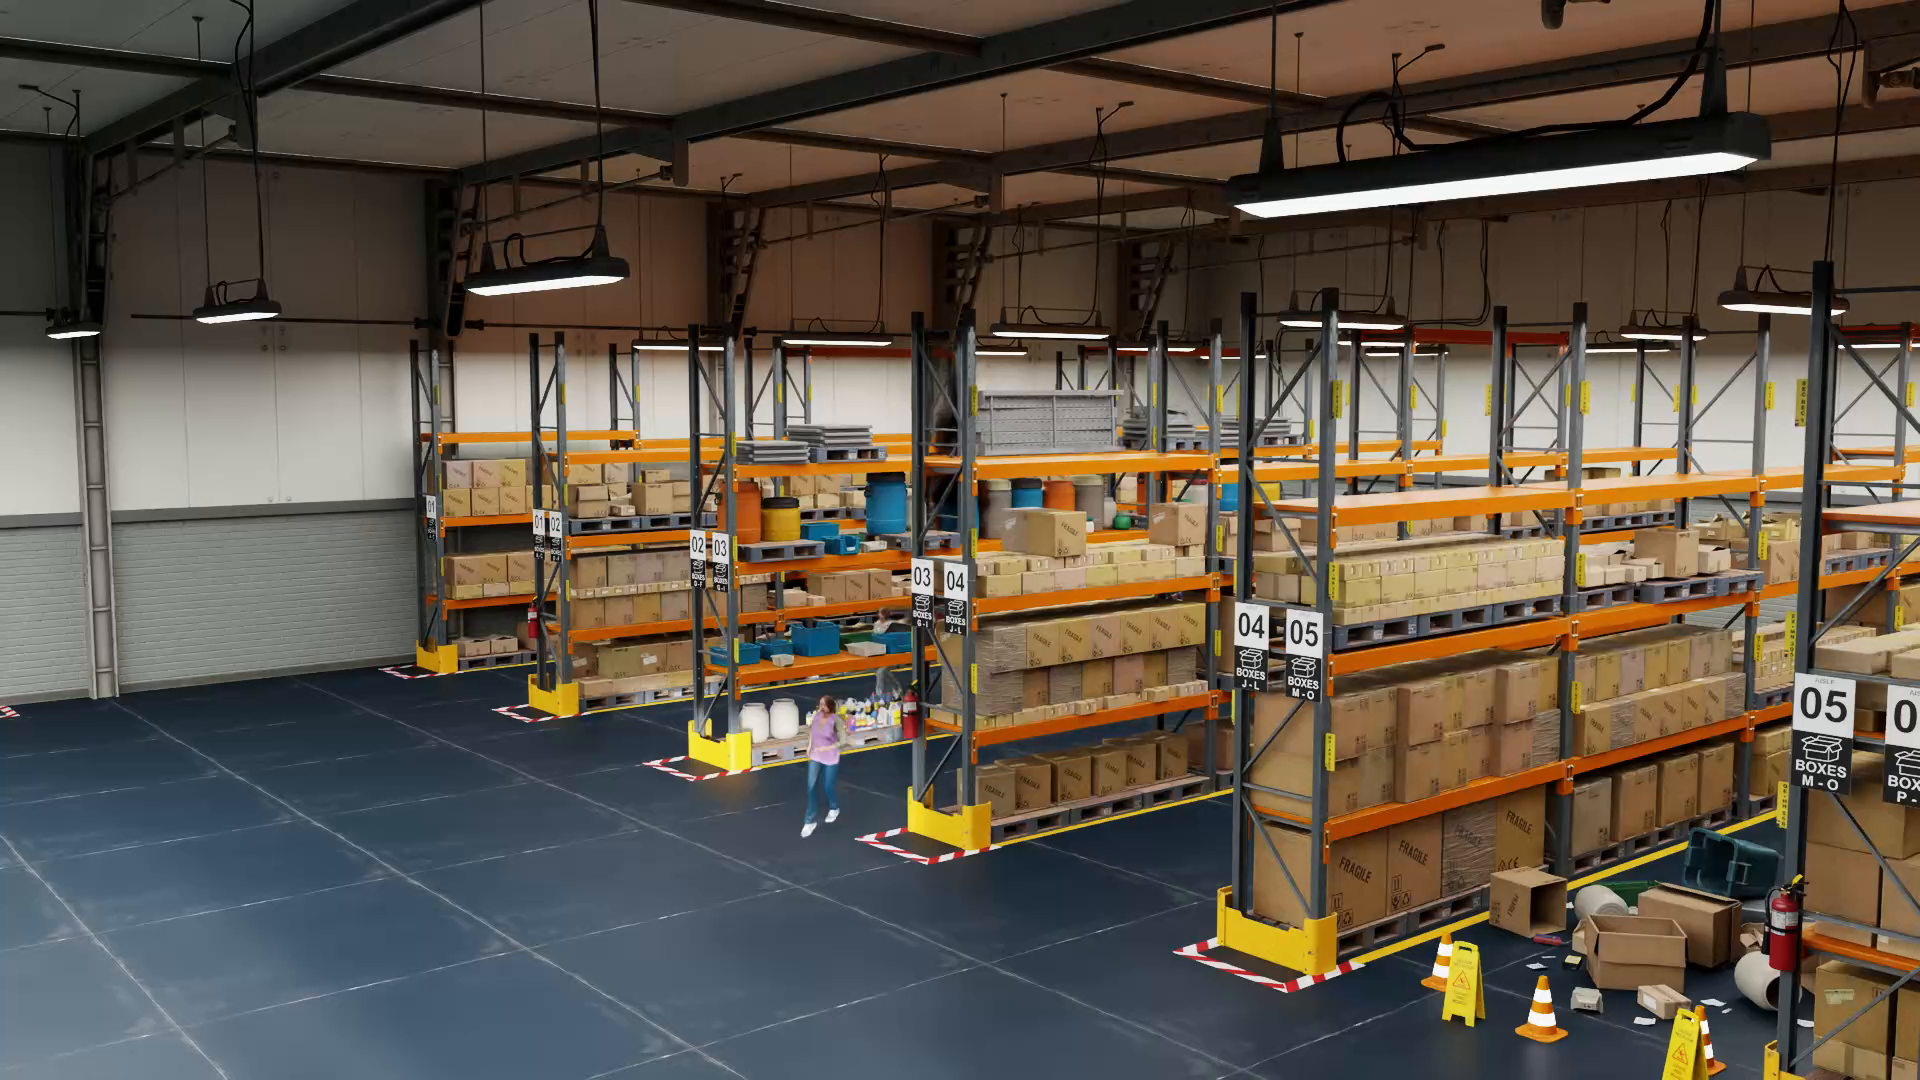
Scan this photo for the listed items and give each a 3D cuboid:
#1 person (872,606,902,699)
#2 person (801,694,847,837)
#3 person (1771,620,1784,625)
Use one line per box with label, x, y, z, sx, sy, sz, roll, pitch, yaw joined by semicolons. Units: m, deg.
person;-1.223;1.860;26.847;0.860;1.601;0.534;-5;7;-44
person;-1.545;2.593;19.339;0.543;1.640;0.741;2;6;18
person;12.309;2.025;25.138;0.561;1.637;0.552;-3;6;-30
